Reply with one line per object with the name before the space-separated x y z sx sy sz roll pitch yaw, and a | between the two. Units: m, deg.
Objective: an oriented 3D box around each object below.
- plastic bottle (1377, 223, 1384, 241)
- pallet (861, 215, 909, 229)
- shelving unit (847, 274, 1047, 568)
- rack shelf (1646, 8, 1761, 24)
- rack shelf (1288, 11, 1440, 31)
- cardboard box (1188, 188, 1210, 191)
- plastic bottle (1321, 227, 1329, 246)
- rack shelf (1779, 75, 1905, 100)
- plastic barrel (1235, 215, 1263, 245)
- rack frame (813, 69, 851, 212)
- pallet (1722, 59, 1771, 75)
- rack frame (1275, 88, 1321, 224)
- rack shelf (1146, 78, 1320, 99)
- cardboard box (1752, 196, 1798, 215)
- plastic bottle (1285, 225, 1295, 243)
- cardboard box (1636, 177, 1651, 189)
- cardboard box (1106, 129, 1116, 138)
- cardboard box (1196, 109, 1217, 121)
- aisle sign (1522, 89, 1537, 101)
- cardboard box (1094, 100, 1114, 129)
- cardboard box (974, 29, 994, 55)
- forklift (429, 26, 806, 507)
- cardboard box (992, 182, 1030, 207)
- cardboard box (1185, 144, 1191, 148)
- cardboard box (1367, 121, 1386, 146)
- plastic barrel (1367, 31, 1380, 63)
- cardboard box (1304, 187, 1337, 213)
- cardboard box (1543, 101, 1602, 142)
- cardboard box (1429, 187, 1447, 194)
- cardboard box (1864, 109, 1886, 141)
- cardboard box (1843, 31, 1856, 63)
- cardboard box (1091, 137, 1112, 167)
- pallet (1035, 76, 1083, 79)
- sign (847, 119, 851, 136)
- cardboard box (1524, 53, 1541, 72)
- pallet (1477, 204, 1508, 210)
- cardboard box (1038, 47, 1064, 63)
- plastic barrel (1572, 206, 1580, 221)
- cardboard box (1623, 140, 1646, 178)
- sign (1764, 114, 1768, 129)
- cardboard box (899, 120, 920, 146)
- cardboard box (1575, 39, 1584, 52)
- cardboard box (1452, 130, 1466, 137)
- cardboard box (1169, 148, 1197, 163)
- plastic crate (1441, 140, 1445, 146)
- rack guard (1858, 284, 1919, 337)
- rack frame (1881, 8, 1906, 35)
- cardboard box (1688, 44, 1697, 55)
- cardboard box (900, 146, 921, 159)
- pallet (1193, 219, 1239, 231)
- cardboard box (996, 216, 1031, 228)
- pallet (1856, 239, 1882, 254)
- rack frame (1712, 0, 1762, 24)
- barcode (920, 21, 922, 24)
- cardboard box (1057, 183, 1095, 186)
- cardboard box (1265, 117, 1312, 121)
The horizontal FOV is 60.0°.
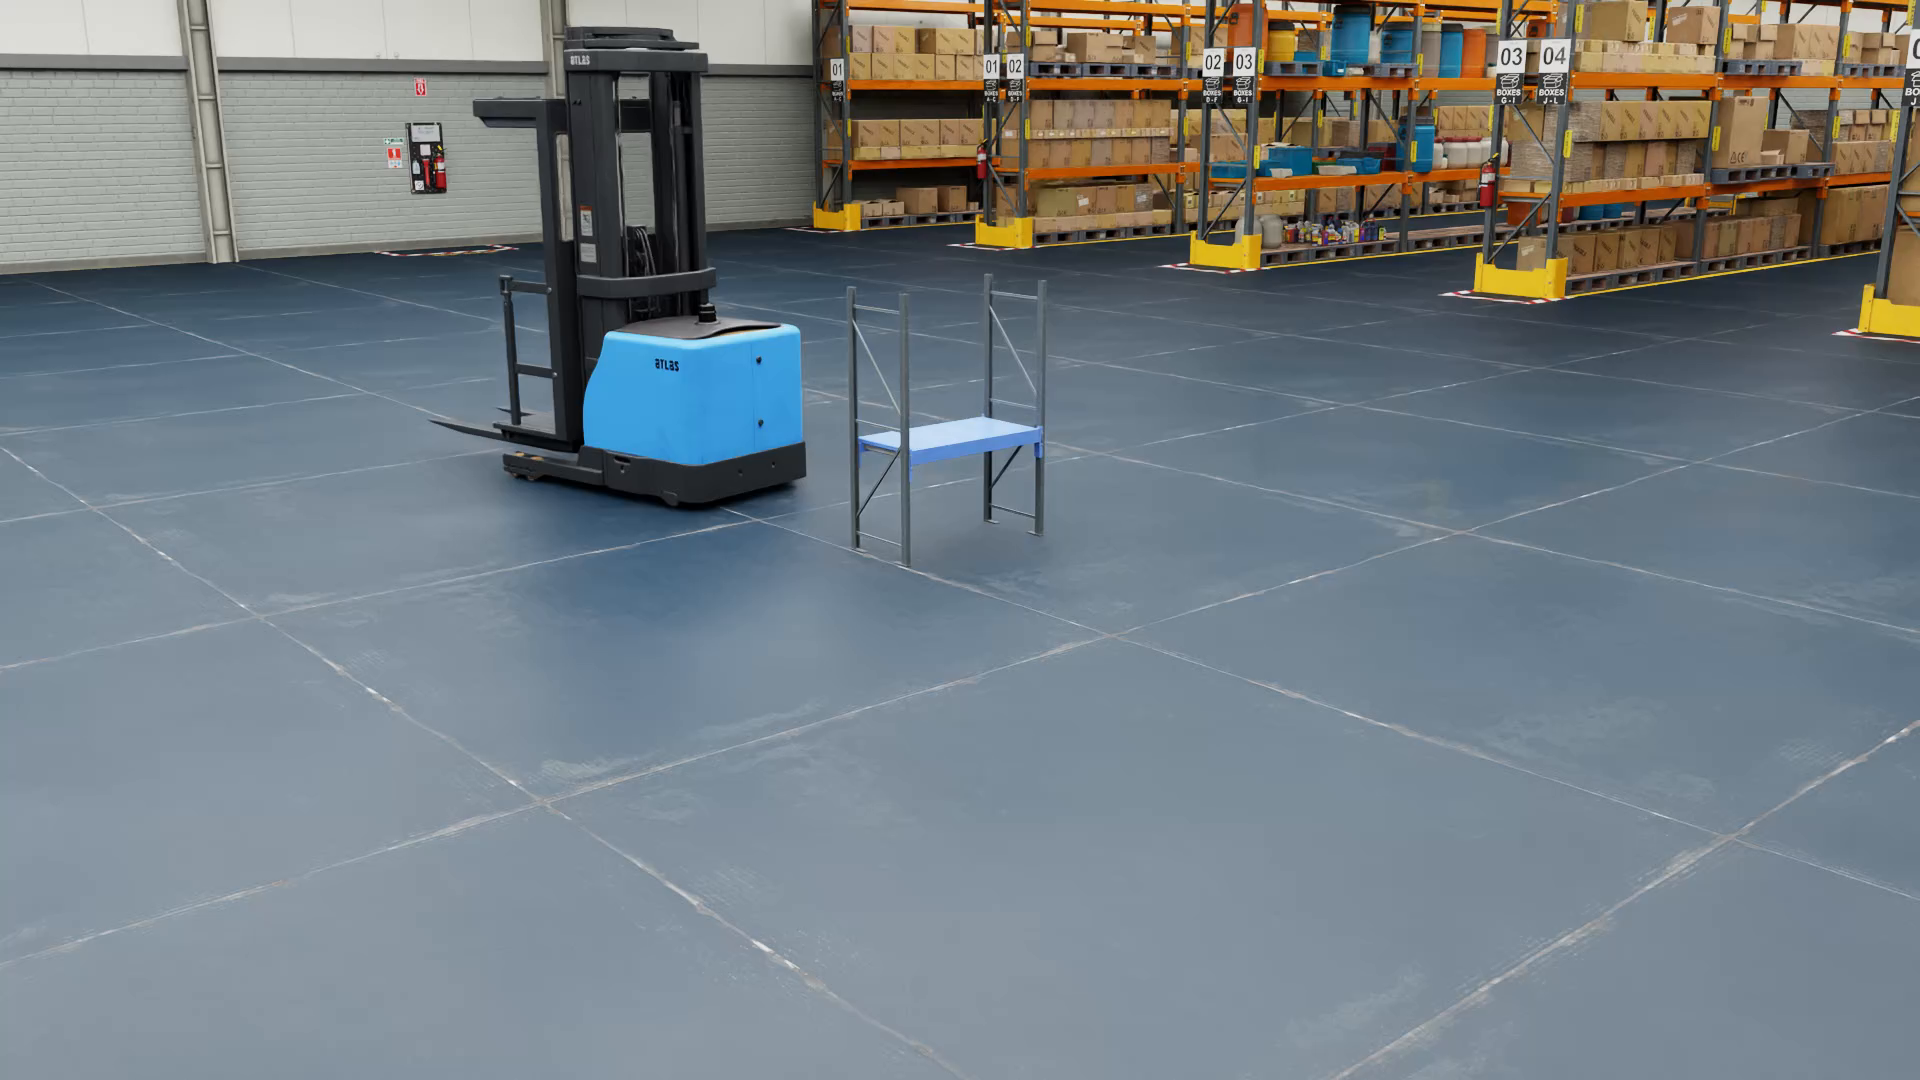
plastic bottle | 6.900 -5.065 27.309 0.133 0.283 0.061 -11 19 -37
pallet | -1.781 -6.358 33.142 1.213 0.211 1.003 -13 19 -39
shelving unit | -0.064 -0.710 9.502 1.048 1.500 0.538 -13 19 -39
rack shelf | 14.590 -10.362 33.273 4.000 0.370 1.077 -13 19 -39
rack shelf | 8.324 -10.649 34.349 4.000 0.370 1.077 -13 19 -39
cardboard box | 4.681 -6.718 32.517 0.500 0.311 0.500 -13 20 -40
plastic bottle | 5.784 -4.814 26.371 0.133 0.283 0.061 -12 19 -38
rack shelf | 14.824 -7.464 27.462 4.000 0.370 1.077 -13 19 -39
plastic barrel | 4.475 -4.760 25.764 0.421 0.512 0.421 0 15 0
rack frame | -2.475 -7.561 32.244 0.127 3.000 1.000 -13 19 -39
pallet | 10.833 -6.788 23.902 1.003 0.211 1.213 -13 19 -39
rack frame | 6.815 -7.953 33.710 0.127 3.000 1.000 -13 19 -39
rack shelf | 5.306 -8.715 32.147 4.000 0.370 1.077 -13 19 -39
cardboard box | 12.829 -5.271 26.210 0.500 0.250 0.500 -12 19 -37
plastic bottle | 5.334 -4.963 26.943 0.135 0.276 0.152 -12 19 -39
cardboard box | 9.187 -4.880 22.692 0.250 0.149 0.380 -13 19 -39
cardboard box | 2.575 -7.289 29.773 0.250 0.149 0.380 -12 19 -38
cardboard box | 5.616 -9.858 38.581 0.500 0.250 0.500 -12 19 -38
aisle sign | 13.102 -10.516 38.268 0.004 0.787 0.394 -13 19 -39
cardboard box | 2.331 -7.619 29.752 0.500 0.500 0.700 -13 19 -39
cardboard box | 0.343 -10.091 33.734 0.500 0.500 0.500 14 20 42
forklift | -2.497 -1.910 11.222 3.031 2.935 1.130 11 19 36
cardboard box | 1.087 -7.372 35.526 0.500 0.500 0.700 -12 19 -38
cardboard box | 5.111 -9.077 38.369 0.250 0.149 0.380 -13 19 -39
cardboard box | 8.540 -8.570 35.014 0.700 0.500 0.500 10 18 33
plastic barrel | 6.592 -7.981 26.975 0.421 0.512 0.421 0 15 0
cardboard box | 7.346 -6.979 34.056 0.500 0.500 0.500 -12 19 -37
cardboard box | 7.874 -5.383 21.384 0.500 0.500 0.500 -13 19 -39
cardboard box | 10.642 -7.823 37.581 0.500 0.311 0.500 -13 19 -39
cardboard box | 14.872 -6.902 27.639 0.637 0.503 0.797 -12 19 -38
cardboard box | 13.728 -7.843 26.472 0.637 0.503 0.797 -11 19 -36
cardboard box | 2.306 -6.985 29.894 0.500 0.500 0.700 -12 19 -38
pallet | 1.859 -9.857 35.392 1.003 0.211 1.213 -13 19 -39
sign | -2.119 -7.874 31.737 0.005 0.325 0.100 -13 19 -39
cardboard box | 7.477 -6.176 21.537 0.500 0.250 0.500 -12 19 -38
pallet | 12.192 -7.812 38.589 1.213 0.211 1.003 -13 19 -39
cardboard box | 1.475 -8.491 29.119 0.500 0.250 0.500 -13 19 -39
plastic barrel | 11.641 -6.379 31.827 0.421 0.512 0.421 0 15 0
cardboard box | 8.802 -5.215 22.690 0.500 0.500 0.875 -13 19 -39
sign | 12.948 -6.690 26.741 0.005 0.325 0.100 -13 19 -39
cardboard box | -1.144 -8.051 32.877 0.500 0.500 0.500 -13 20 -41
cardboard box | 7.639 -6.239 21.001 0.250 0.149 0.380 -13 20 -40
cardboard box | 10.780 -8.799 36.686 0.500 0.500 0.500 -12 19 -38
cardboard box | 4.140 -7.294 31.537 0.500 0.250 0.500 -11 19 -36
plastic crate | 8.644 -6.804 29.287 0.583 0.464 0.402 -13 19 -39
rack guard | 10.441 -2.474 18.042 0.348 0.500 1.175 -13 19 -39
rack frame | 16.332 -9.599 28.250 0.127 3.000 1.000 -13 19 -39
cardboard box | 9.848 -6.717 22.790 0.250 0.149 0.380 -14 20 -42
cardboard box | -1.128 -7.695 32.998 0.500 0.250 0.500 -13 20 -40
pallet | 5.248 -6.268 32.807 1.213 0.211 1.003 -13 19 -39
cardboard box | 0.990 -5.620 29.493 0.500 0.250 0.500 -13 19 -39
pallet | 14.879 -5.001 28.062 1.213 0.211 1.003 -13 19 -39
rack frame | 16.099 -11.241 34.397 0.127 3.000 1.000 -13 19 -39
barcode | -0.788 -10.454 33.581 0.075 0.075 0.001 -13 19 -39
cardboard box | 2.112 -6.240 30.358 0.500 0.500 0.500 -13 19 -39
cardboard box | 8.094 -10.075 41.076 0.700 0.700 0.980 -14 20 -42
